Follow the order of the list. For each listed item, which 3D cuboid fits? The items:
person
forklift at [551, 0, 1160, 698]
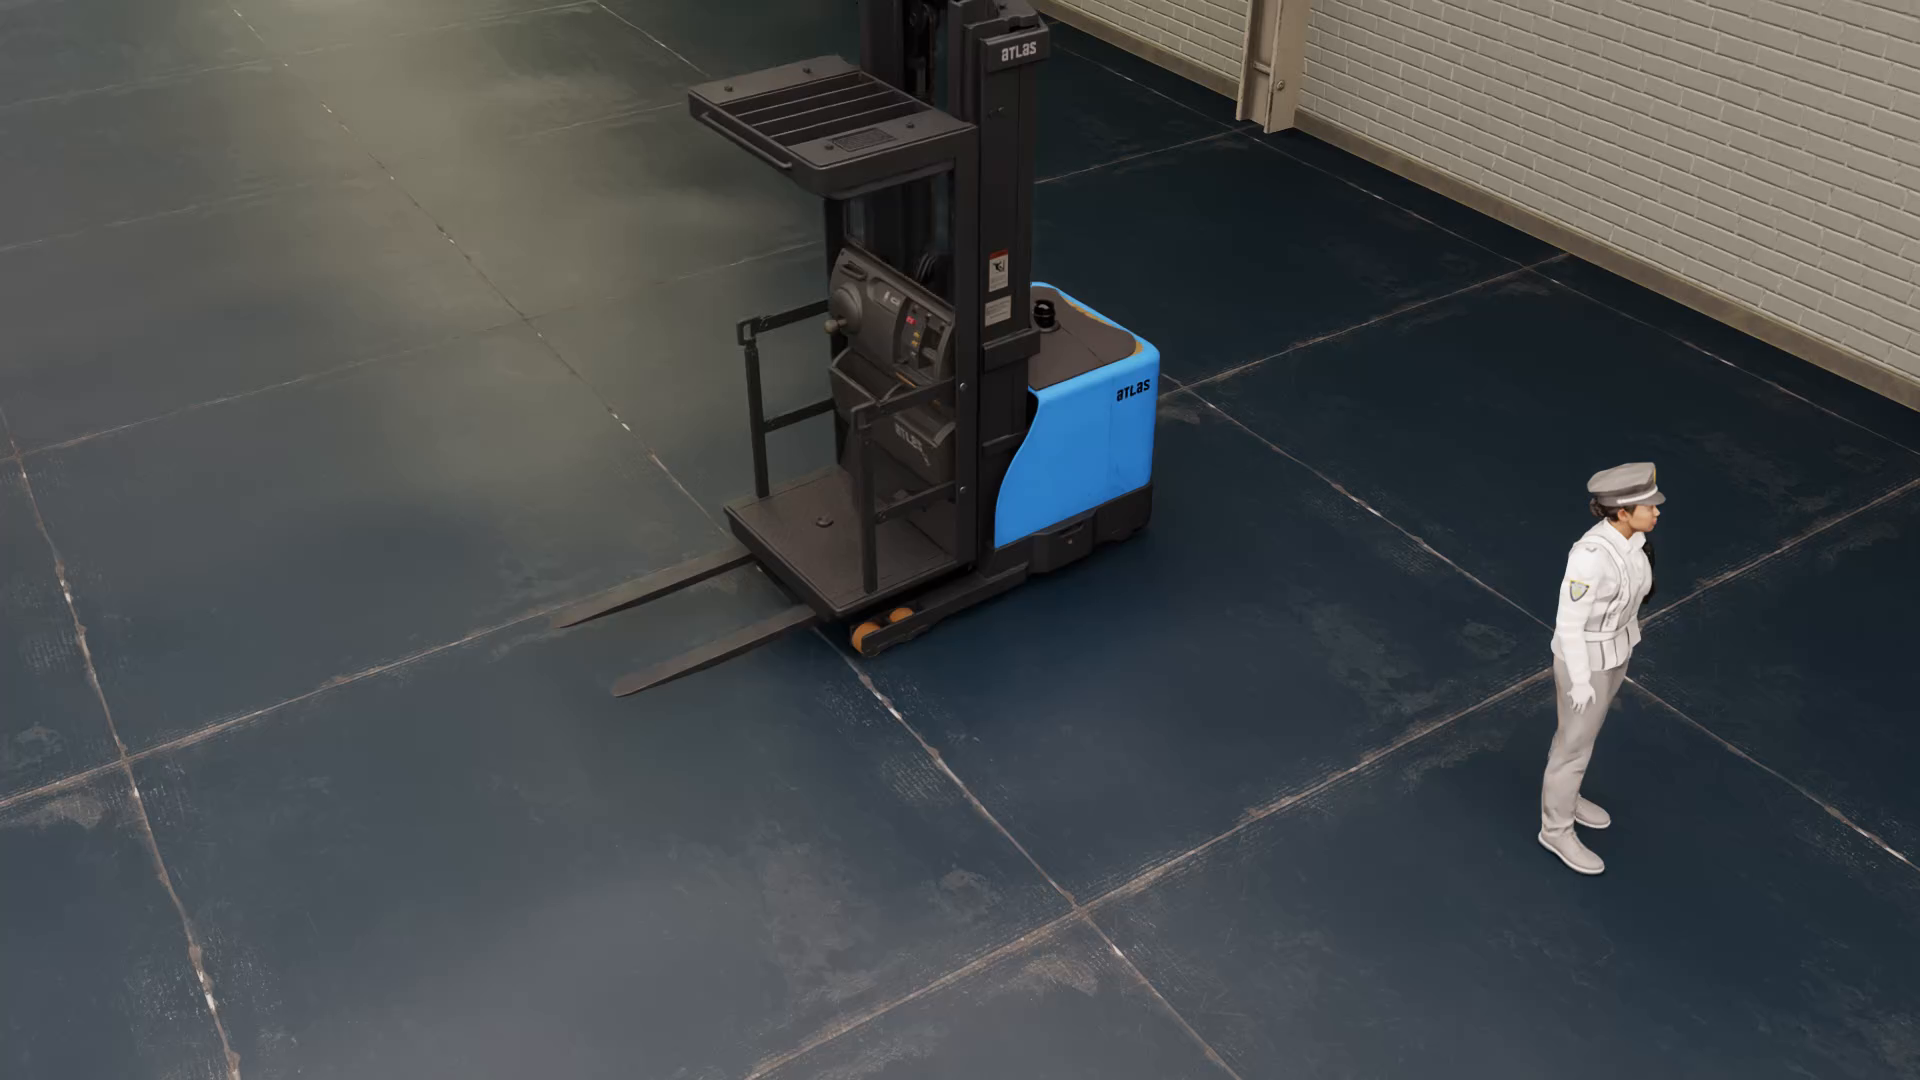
[{"bbox_3d":[2.557,0.472,6.547,0.514,1.701,0.575,26,43,32],"label":"person"},{"bbox_3d":[-0.491,-0.989,7.556,3.031,2.935,1.130,-23,41,-29],"label":"forklift"}]
